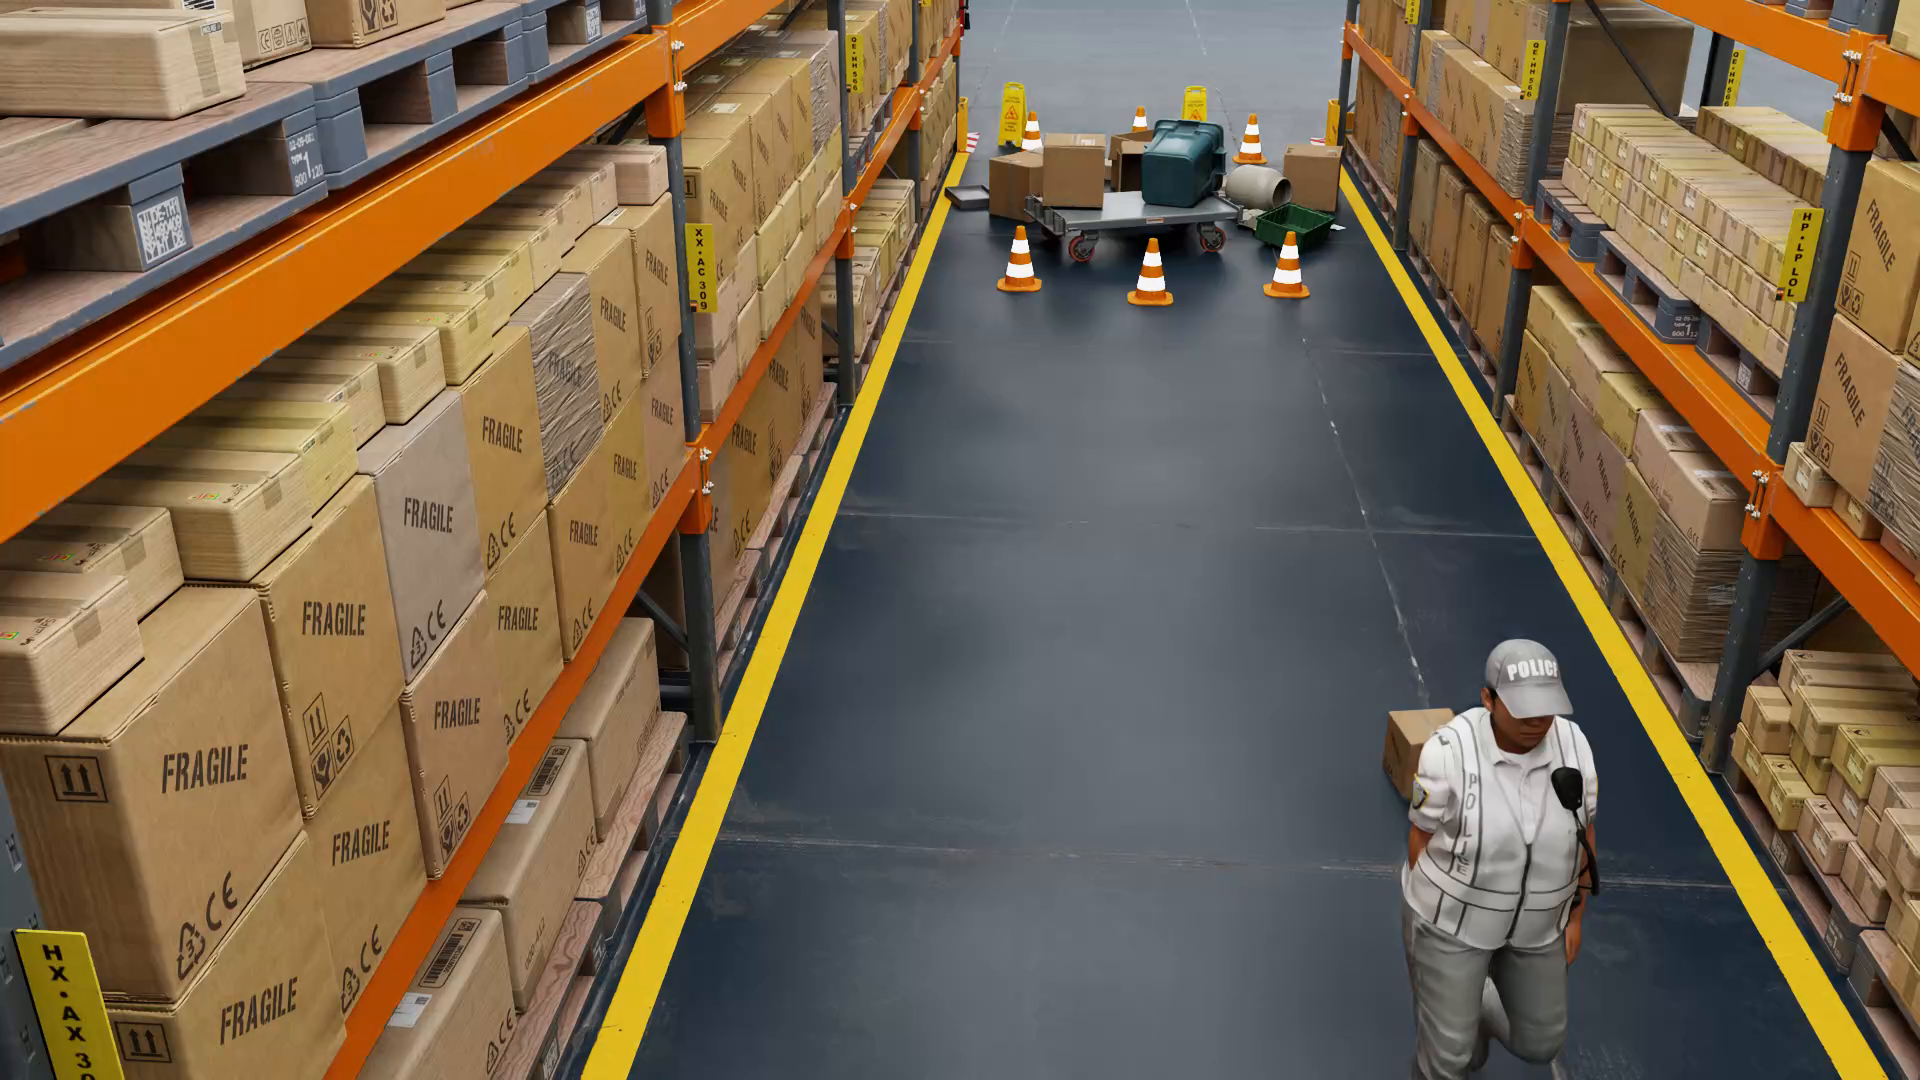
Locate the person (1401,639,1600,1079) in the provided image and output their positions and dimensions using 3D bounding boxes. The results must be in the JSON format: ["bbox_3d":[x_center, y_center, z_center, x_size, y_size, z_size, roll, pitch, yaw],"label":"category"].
[{"bbox_3d":[1.405,0.963,4.470,0.485,1.648,0.628,-2,25,-4],"label":"person"}]
